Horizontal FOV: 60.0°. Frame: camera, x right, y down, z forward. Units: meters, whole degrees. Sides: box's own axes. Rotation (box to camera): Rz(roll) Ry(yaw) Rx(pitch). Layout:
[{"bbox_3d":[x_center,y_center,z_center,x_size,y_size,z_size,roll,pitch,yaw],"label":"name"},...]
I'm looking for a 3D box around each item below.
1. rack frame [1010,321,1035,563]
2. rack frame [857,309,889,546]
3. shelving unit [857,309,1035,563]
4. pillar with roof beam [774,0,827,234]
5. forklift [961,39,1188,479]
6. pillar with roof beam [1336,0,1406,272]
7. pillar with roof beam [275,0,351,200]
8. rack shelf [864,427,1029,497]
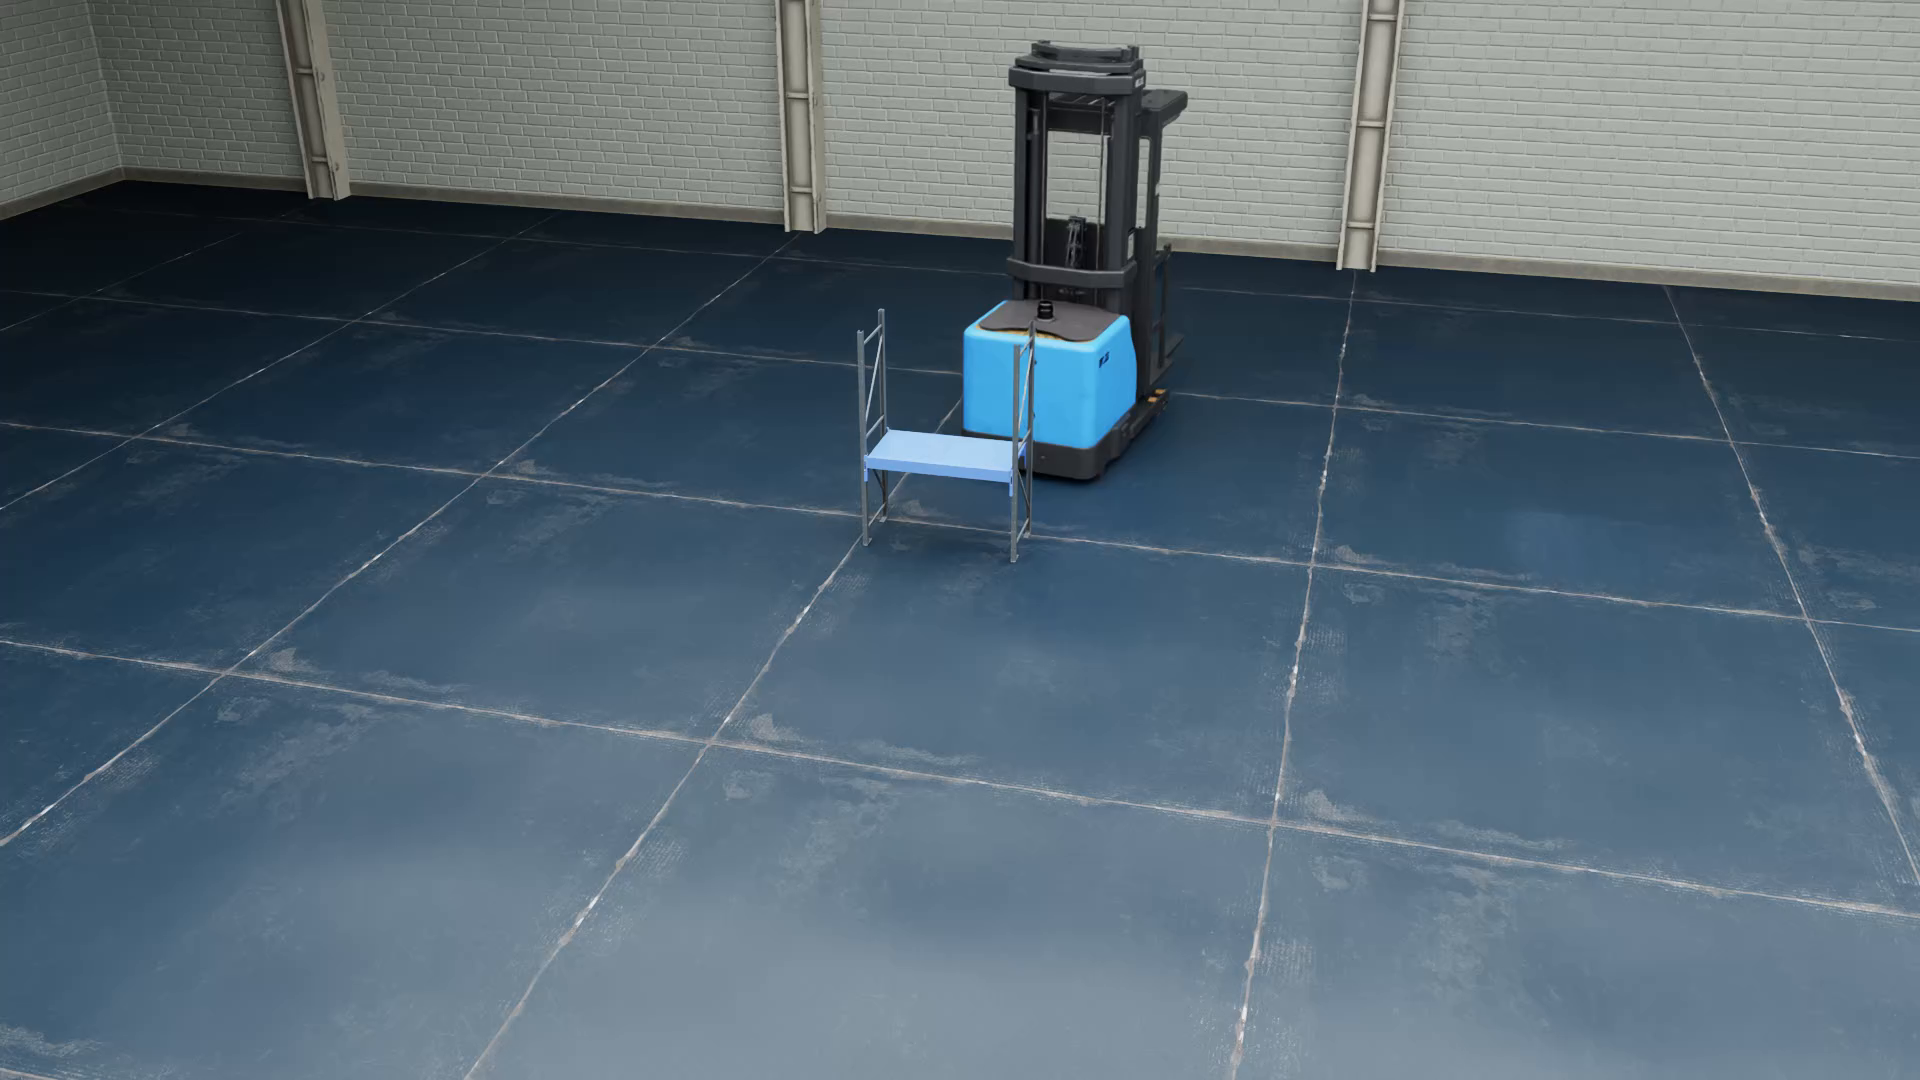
[{"bbox_3d":[0.410,-0.632,10.832,0.032,1.500,0.500,6,26,13],"label":"rack frame"},{"bbox_3d":[-0.575,-0.741,11.061,0.032,1.500,0.500,6,26,13],"label":"rack frame"},{"bbox_3d":[-0.083,-0.686,10.947,1.048,1.500,0.538,6,26,13],"label":"shelving unit"},{"bbox_3d":[-2.788,-5.737,12.832,0.400,9.000,9.100,6,26,13],"label":"pillar with roof beam"},{"bbox_3d":[1.053,-2.367,12.813,1.130,2.935,3.031,10,27,21],"label":"forklift"},{"bbox_3d":[3.022,-5.095,11.483,0.400,9.000,9.100,6,26,13],"label":"pillar with roof beam"},{"bbox_3d":[-8.599,-6.379,14.181,0.400,9.000,9.100,6,26,13],"label":"pillar with roof beam"},{"bbox_3d":[-0.083,-0.524,11.024,1.000,0.185,0.538,6,26,13],"label":"rack shelf"}]
